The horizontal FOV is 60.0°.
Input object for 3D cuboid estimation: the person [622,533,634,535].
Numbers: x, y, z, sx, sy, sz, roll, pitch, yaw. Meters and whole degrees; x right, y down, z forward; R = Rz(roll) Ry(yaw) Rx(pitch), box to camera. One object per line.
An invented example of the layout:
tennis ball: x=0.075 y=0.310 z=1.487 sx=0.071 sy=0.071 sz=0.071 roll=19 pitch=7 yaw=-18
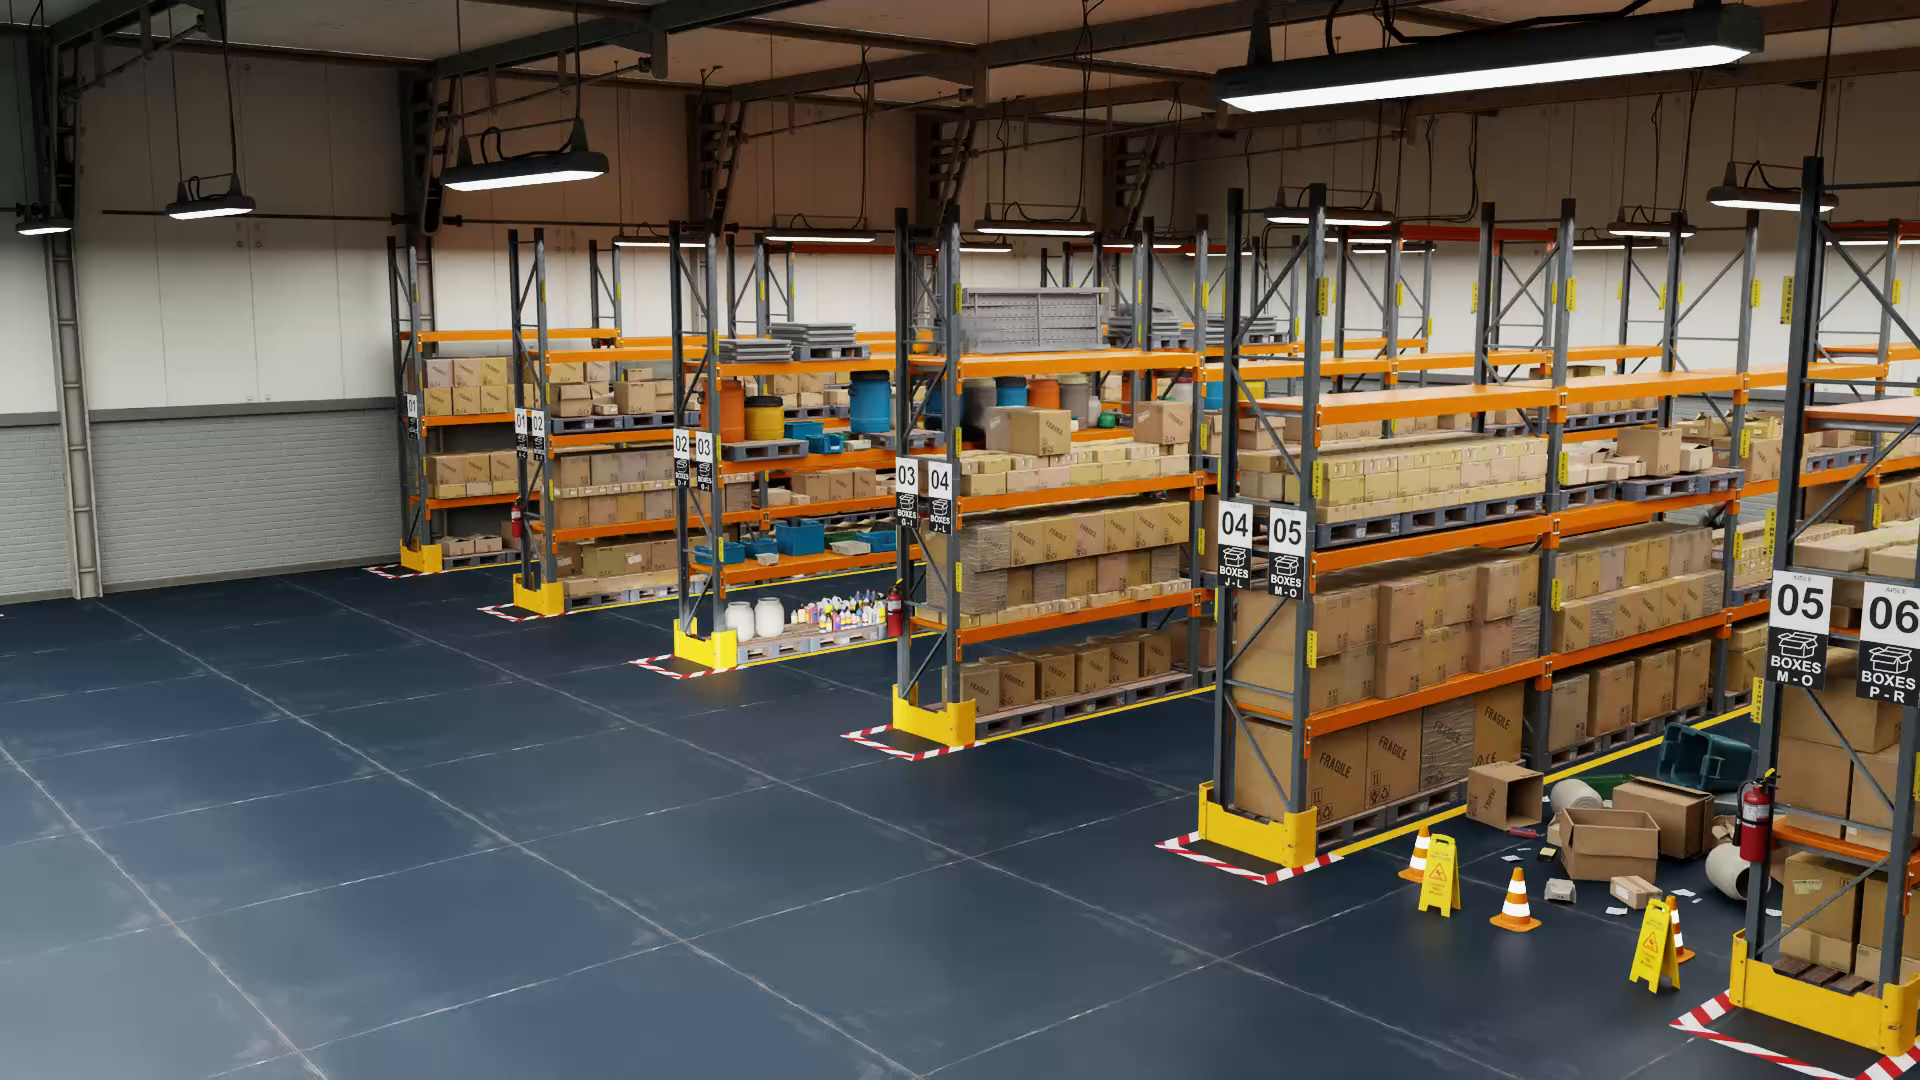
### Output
person: x=-5.977 y=-0.278 z=29.986 sx=0.837 sy=1.657 sz=0.599 roll=-8 pitch=12 yaw=-43

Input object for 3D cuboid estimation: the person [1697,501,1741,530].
person: x=12.611 y=0.094 z=27.677 sx=0.688 sy=1.685 sz=0.510 roll=4 pitch=9 yaw=22
